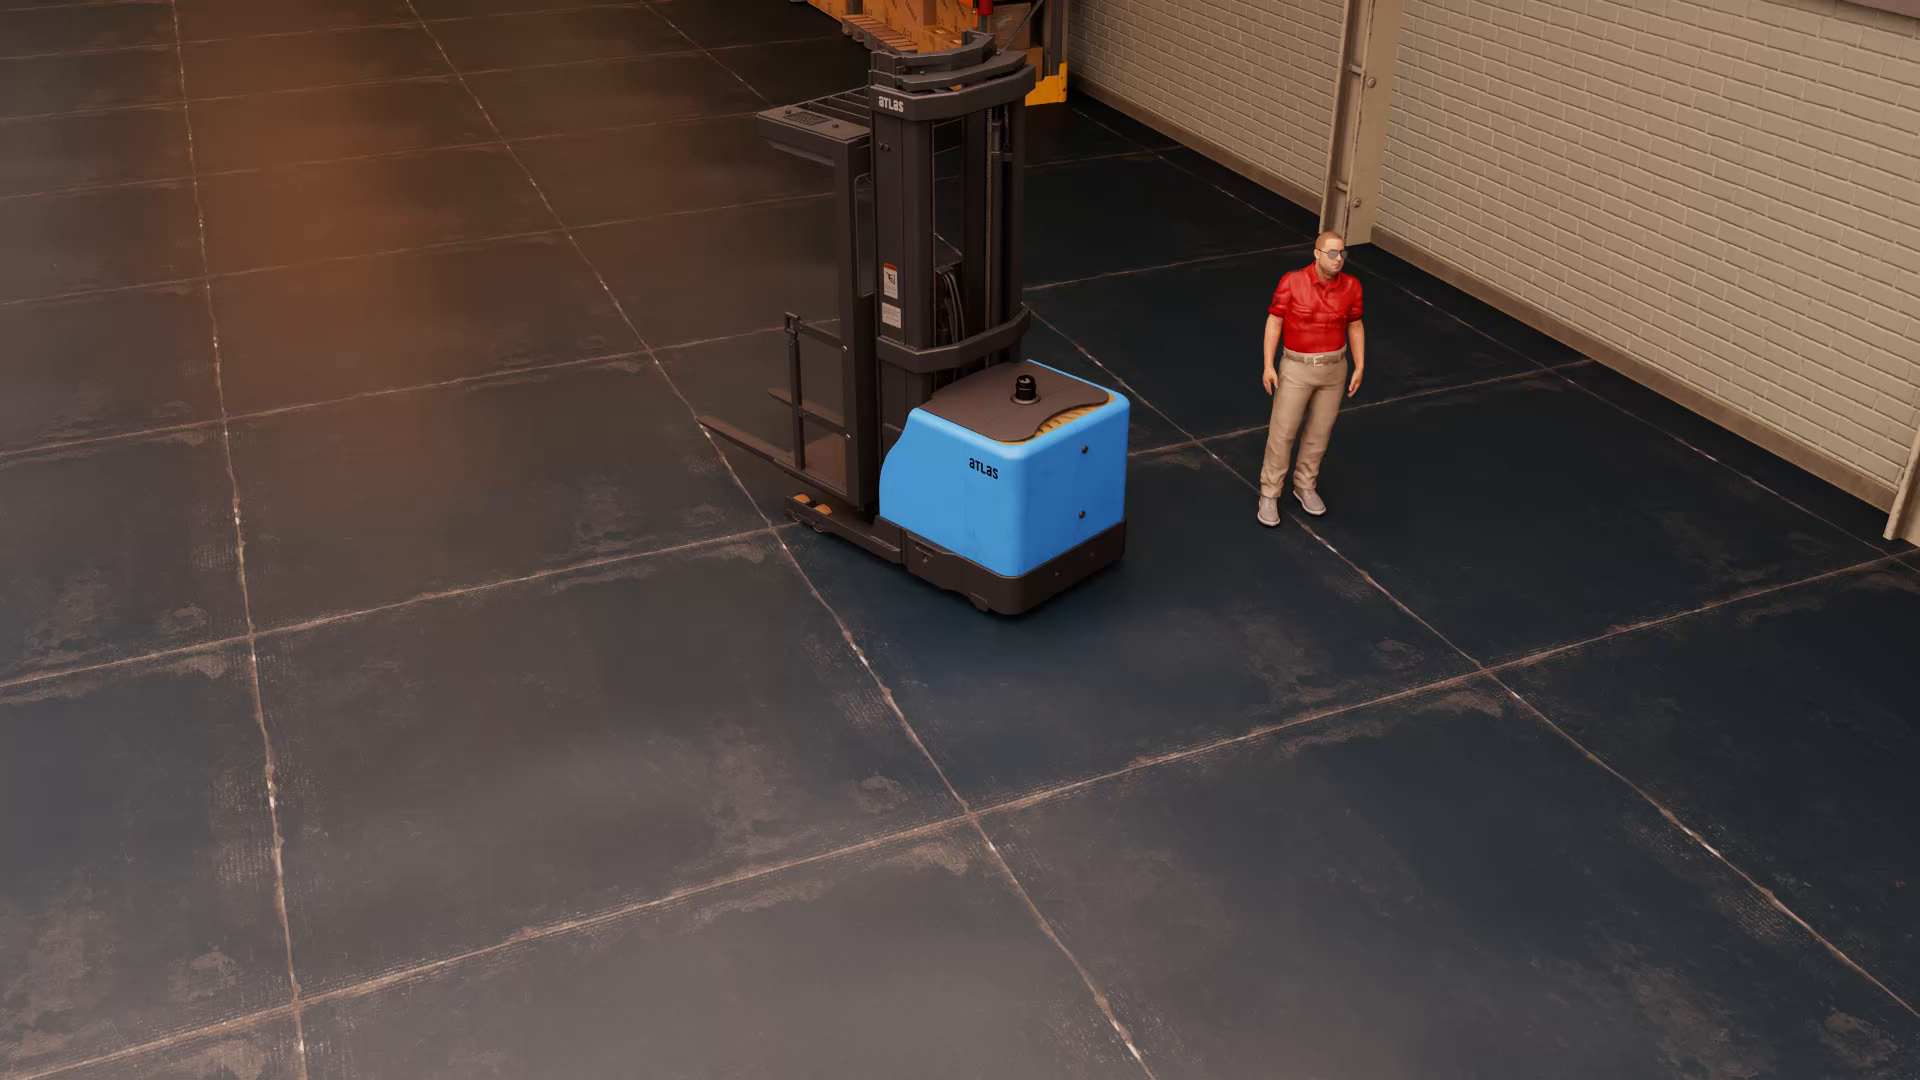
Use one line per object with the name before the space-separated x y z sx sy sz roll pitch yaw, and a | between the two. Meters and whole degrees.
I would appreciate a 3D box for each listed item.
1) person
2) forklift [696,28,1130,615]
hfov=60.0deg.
person | 2.140 -0.971 10.013 0.642 1.729 0.550 -3 30 -5
forklift | -0.436 -1.483 9.714 3.031 2.935 1.130 26 39 37
